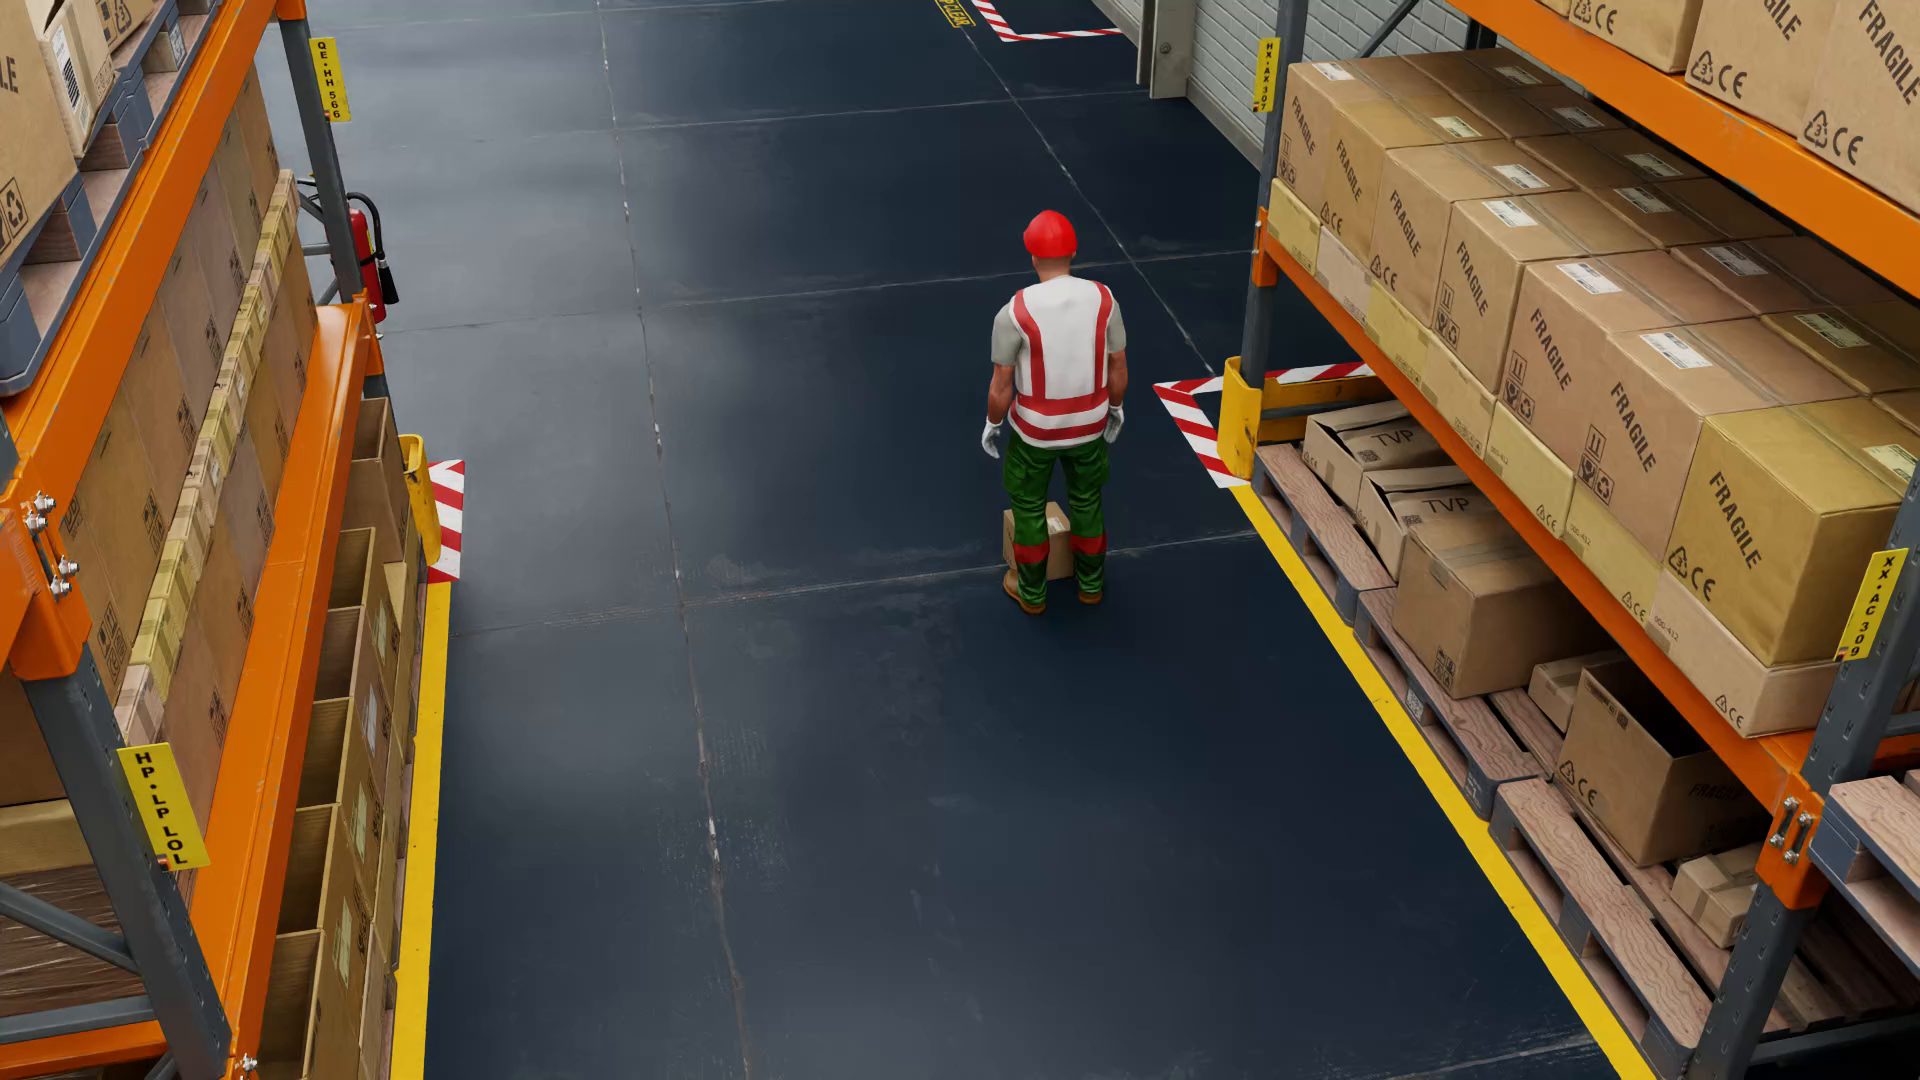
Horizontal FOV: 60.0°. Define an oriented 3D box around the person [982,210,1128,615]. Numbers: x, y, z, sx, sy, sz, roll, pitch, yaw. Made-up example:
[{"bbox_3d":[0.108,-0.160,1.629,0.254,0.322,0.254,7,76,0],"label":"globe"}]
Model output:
[{"bbox_3d":[0.391,-0.493,6.859,0.620,1.779,0.454,-8,35,-12],"label":"person"}]
